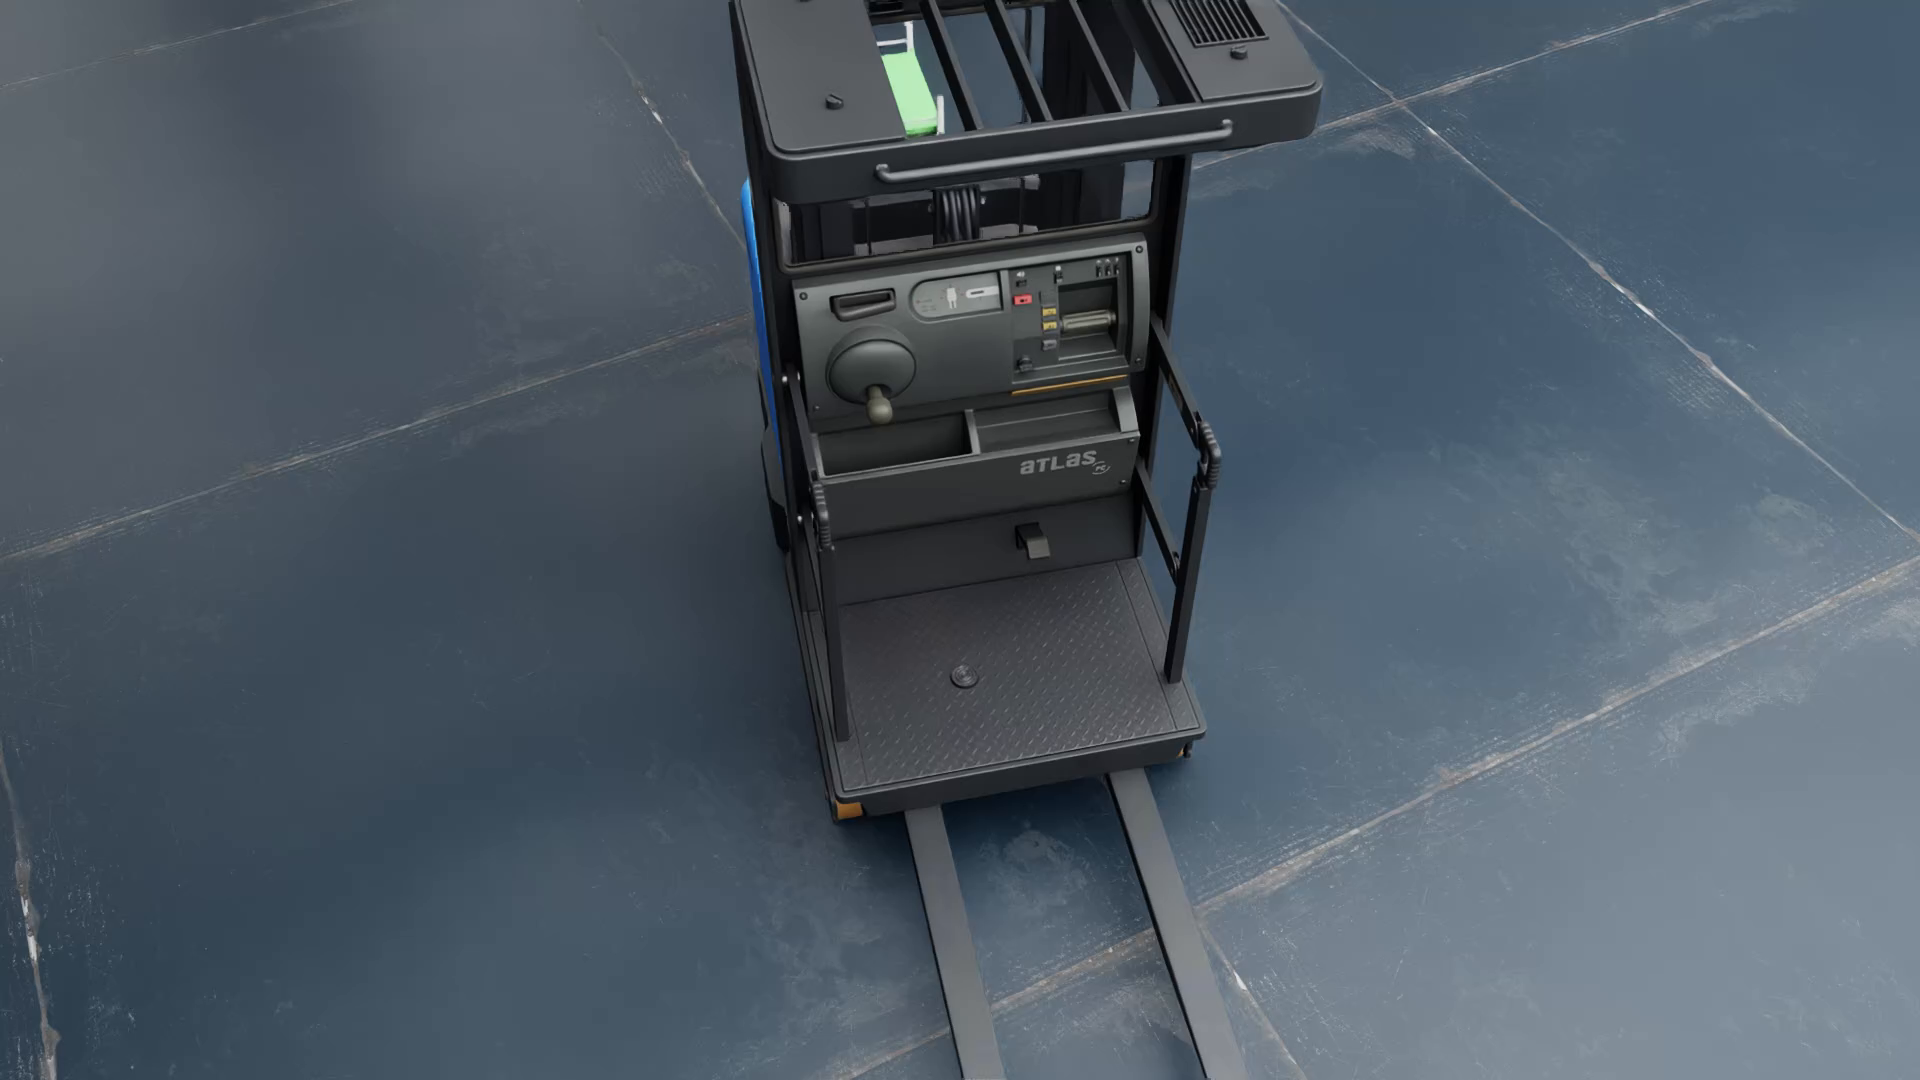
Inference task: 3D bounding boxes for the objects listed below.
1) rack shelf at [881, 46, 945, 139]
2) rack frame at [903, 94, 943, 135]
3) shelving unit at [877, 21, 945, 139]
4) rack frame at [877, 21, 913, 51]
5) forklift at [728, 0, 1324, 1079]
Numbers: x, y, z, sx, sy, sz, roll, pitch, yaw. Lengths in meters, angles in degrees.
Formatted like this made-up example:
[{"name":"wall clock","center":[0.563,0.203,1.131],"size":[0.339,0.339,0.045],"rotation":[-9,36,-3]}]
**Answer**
[{"name":"rack shelf","center":[-0.228,-1.483,5.691],"size":[0.258,0.148,0.480],"rotation":[-10,49,-9]},{"name":"rack frame","center":[-0.172,-1.028,5.841],"size":[0.240,1.200,0.015],"rotation":[-10,49,-9]},{"name":"shelving unit","center":[-0.227,-1.204,6.000],"size":[0.258,1.200,0.503],"rotation":[-10,49,-9]},{"name":"rack frame","center":[-0.282,-1.380,6.160],"size":[0.240,1.200,0.015],"rotation":[-10,49,-9]},{"name":"forklift","center":[0.087,-0.443,4.190],"size":[1.130,2.935,3.031],"rotation":[-9,49,-8]}]
